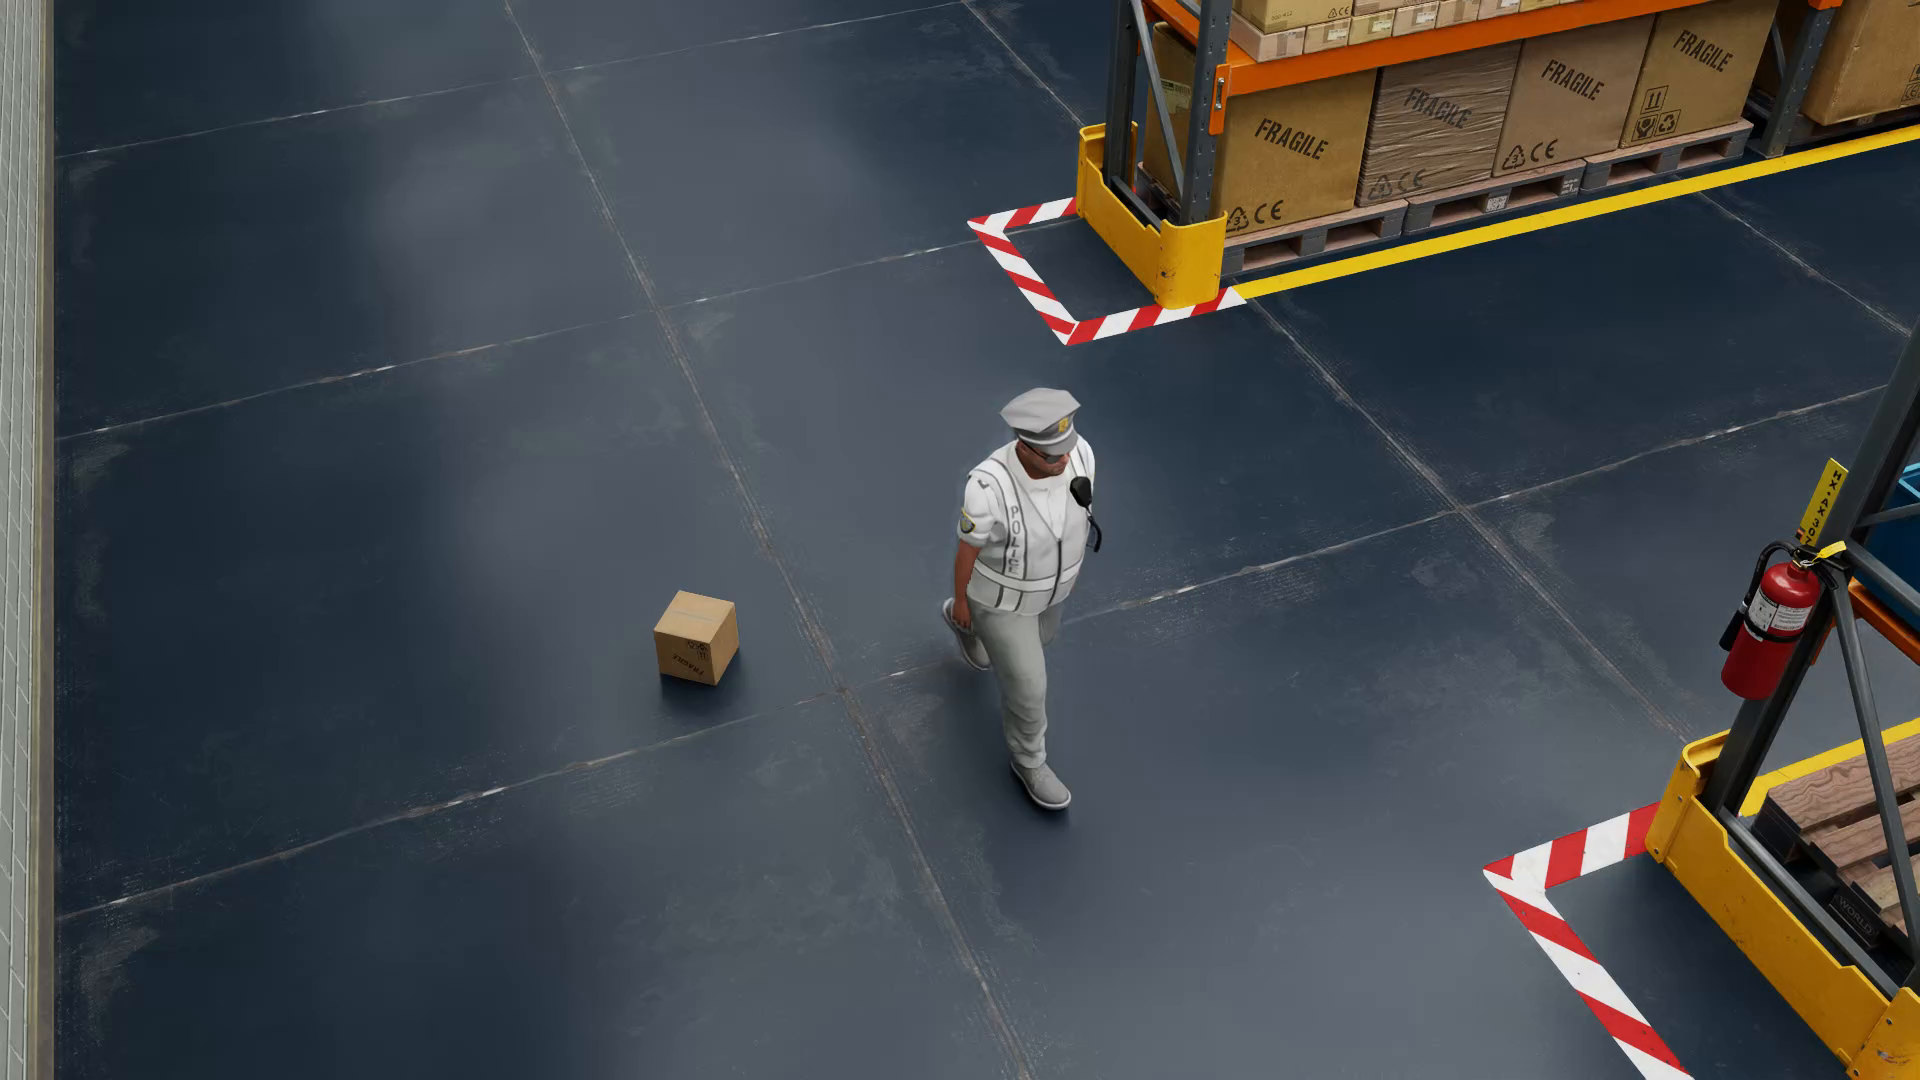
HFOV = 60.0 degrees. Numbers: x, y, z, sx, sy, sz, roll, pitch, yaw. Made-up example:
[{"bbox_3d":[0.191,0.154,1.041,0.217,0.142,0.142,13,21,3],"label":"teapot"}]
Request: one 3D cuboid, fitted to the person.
[{"bbox_3d":[0.194,0.088,6.059,0.542,1.701,0.981,-28,48,-28],"label":"person"}]
